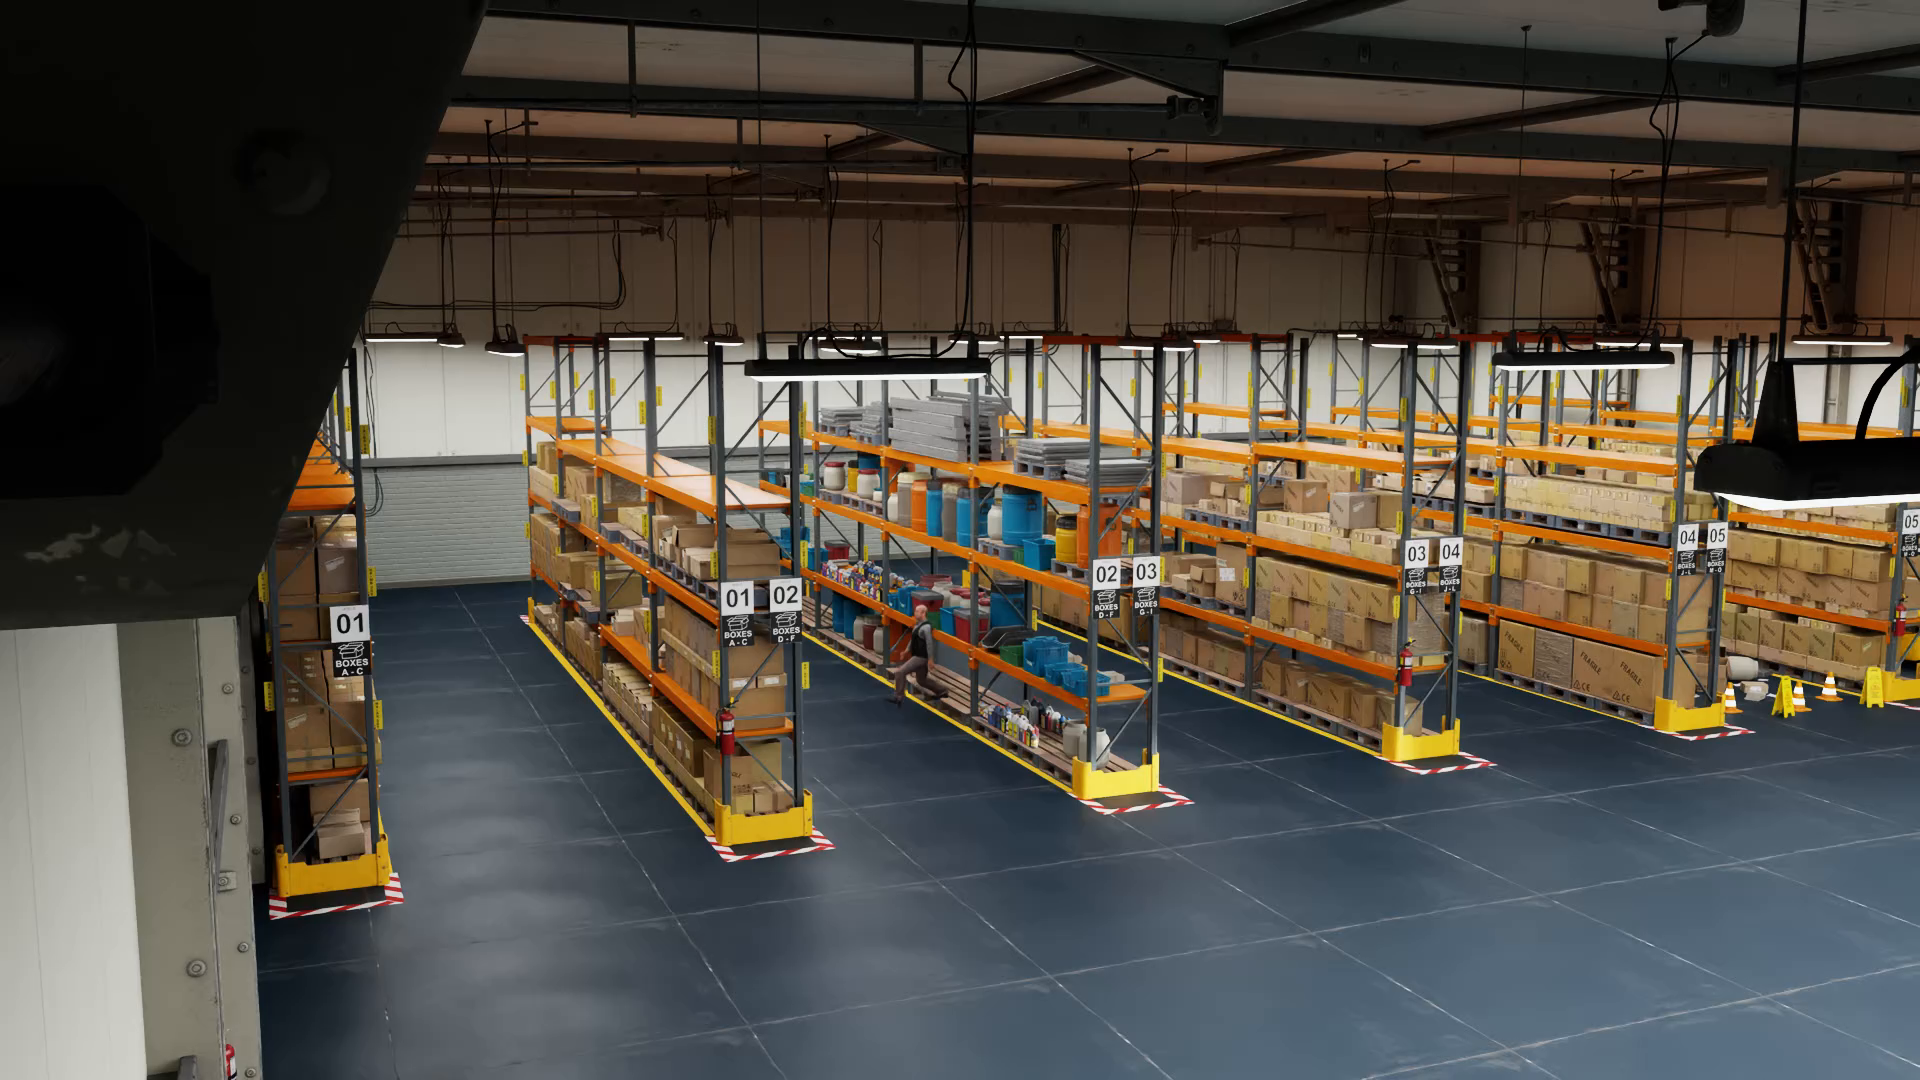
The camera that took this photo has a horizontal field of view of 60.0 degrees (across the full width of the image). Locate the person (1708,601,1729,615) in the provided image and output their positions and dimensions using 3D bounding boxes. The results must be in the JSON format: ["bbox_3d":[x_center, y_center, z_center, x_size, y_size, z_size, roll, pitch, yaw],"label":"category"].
[{"bbox_3d":[16.186,0.754,35.353,0.577,1.781,0.616,-6,10,-39],"label":"person"}]

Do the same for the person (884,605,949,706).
[{"bbox_3d":[-0.695,1.805,26.357,1.069,1.565,0.569,-1,8,-6],"label":"person"}]
